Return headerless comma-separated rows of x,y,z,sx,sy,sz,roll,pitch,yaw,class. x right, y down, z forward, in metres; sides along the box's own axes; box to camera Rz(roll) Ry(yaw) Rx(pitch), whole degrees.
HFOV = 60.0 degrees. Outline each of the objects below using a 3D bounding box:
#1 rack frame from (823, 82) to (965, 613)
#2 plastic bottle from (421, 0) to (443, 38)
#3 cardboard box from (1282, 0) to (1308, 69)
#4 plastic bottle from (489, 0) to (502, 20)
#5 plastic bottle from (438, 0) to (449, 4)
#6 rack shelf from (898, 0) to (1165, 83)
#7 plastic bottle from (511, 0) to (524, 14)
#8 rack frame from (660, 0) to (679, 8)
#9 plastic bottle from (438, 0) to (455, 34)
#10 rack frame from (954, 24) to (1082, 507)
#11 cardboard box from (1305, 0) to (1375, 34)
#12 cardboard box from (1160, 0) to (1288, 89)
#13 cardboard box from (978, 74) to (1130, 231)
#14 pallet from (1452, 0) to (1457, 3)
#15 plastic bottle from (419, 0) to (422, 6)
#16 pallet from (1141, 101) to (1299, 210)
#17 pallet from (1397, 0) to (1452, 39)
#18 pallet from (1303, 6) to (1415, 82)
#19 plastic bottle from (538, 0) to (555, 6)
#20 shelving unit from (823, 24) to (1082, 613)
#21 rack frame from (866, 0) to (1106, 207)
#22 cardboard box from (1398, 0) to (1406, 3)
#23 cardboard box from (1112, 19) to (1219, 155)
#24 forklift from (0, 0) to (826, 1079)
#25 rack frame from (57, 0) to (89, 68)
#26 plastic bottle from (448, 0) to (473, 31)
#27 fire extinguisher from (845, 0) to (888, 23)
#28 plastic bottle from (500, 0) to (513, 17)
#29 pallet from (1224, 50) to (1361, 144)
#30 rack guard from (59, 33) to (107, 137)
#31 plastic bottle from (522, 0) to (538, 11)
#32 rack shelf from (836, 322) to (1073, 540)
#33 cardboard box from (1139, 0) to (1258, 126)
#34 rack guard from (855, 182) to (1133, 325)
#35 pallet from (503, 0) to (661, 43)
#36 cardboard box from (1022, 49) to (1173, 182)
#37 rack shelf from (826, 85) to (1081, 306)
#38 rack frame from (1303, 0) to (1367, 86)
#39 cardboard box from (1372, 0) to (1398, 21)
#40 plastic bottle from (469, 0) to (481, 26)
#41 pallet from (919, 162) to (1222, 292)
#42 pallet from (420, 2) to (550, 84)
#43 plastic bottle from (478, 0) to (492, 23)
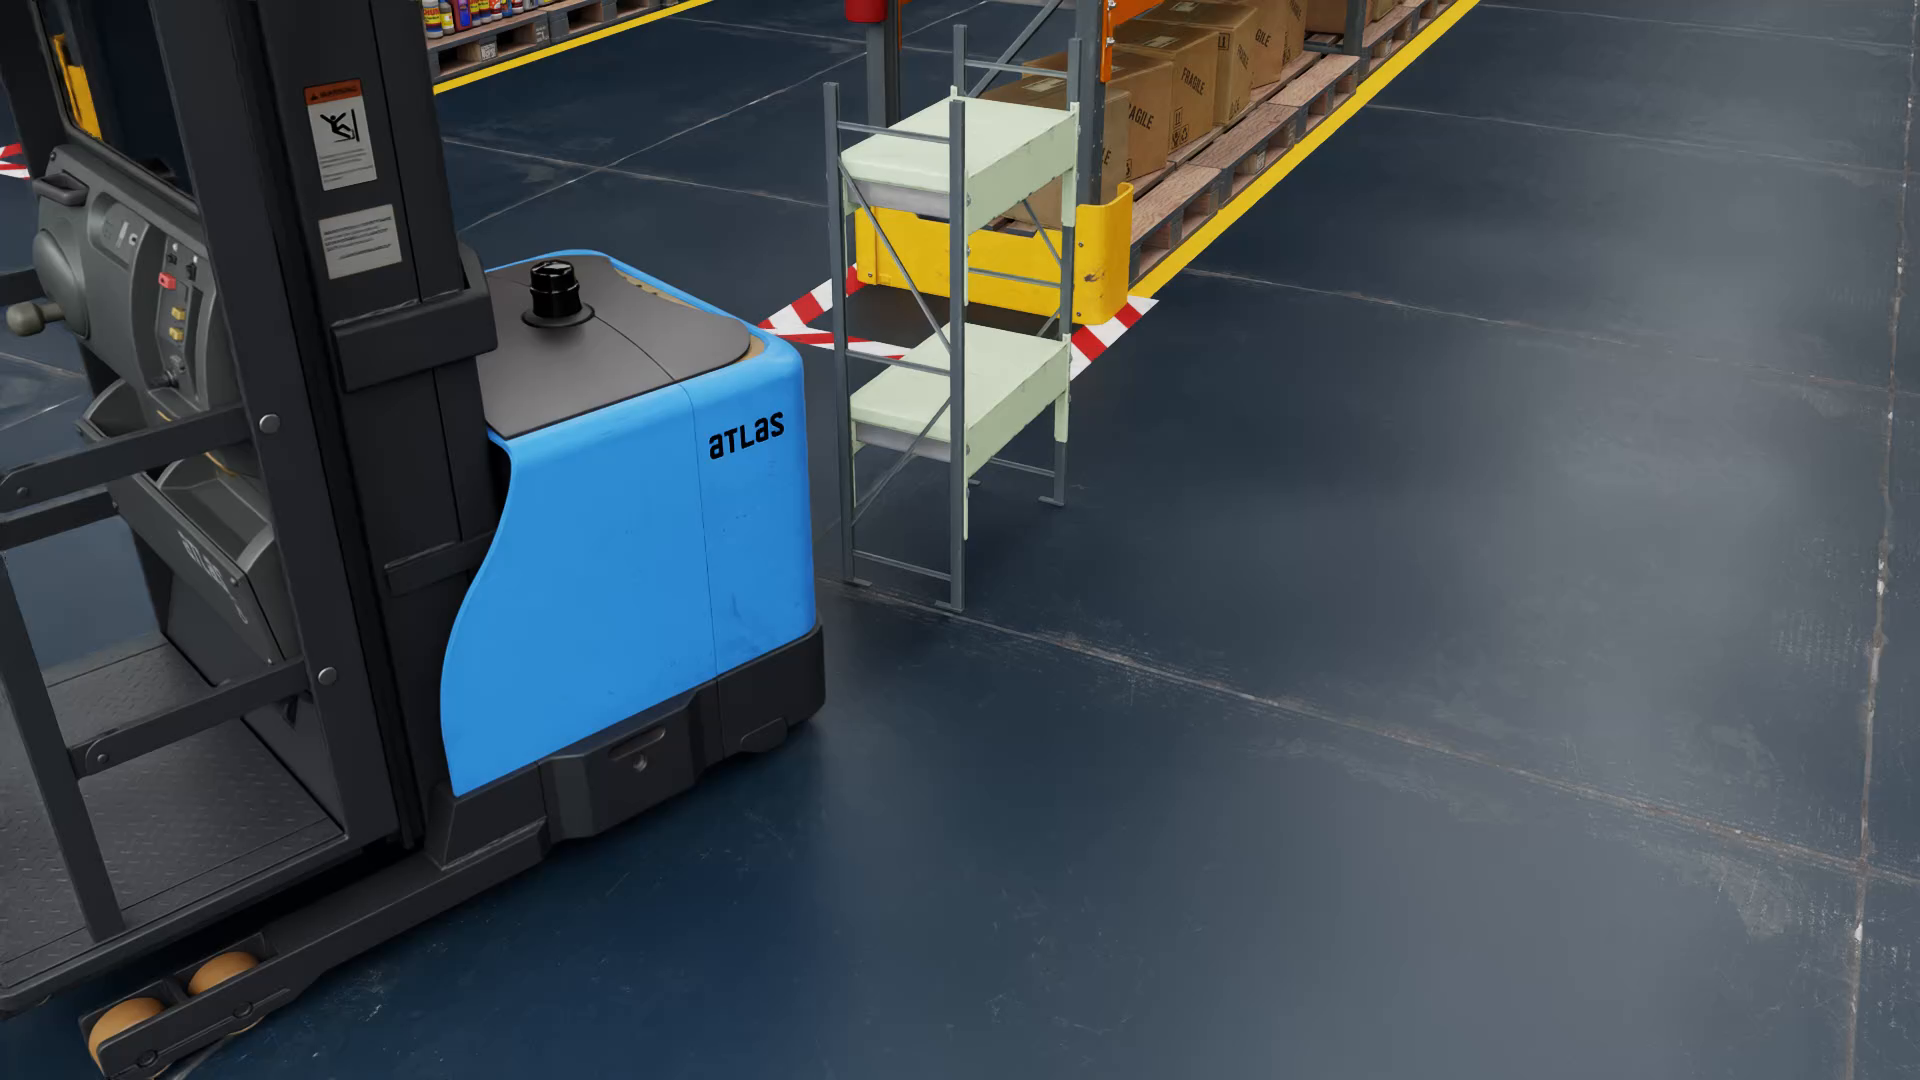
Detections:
-0.170,-0.485,4.589,0.400,1.500,0.023,14,33,23,rack frame
-3.213,-3.202,10.113,0.097,0.271,0.097,0,30,0,plastic bottle
1.697,-3.041,9.622,0.500,0.500,0.500,13,32,22,cardboard box
-2.966,-3.412,10.548,0.097,0.201,0.097,0,30,0,plastic bottle
-3.368,-3.686,10.951,0.152,0.276,0.135,14,33,23,plastic bottle
1.004,-2.913,8.033,1.077,0.370,4.000,14,33,23,rack shelf
-2.873,-3.503,10.707,0.097,0.201,0.097,0,30,0,plastic bottle
-2.494,-5.235,11.354,1.000,3.000,0.127,14,33,23,rack frame
-3.166,-3.218,10.210,0.097,0.201,0.097,0,30,0,plastic bottle
0.164,-0.810,5.154,0.400,1.500,0.023,14,33,23,rack frame
2.214,-3.486,10.376,0.700,0.500,0.500,12,32,20,cardboard box
1.443,-2.786,9.177,0.500,0.500,0.500,-26,39,-37,cardboard box
0.392,-1.709,7.303,0.500,0.500,0.500,21,36,32,cardboard box
3.380,-4.329,12.577,1.003,0.211,1.213,14,33,23,pallet
-3.596,-3.659,10.828,0.144,0.351,0.185,16,33,25,plastic bottle
1.086,-2.054,8.614,1.003,0.211,1.213,14,33,23,pallet
2.823,-3.791,11.639,1.003,0.211,1.213,14,33,23,pallet
2.268,-3.248,10.693,1.003,0.211,1.213,14,33,23,pallet
-2.766,-3.698,10.896,0.144,0.351,0.185,14,33,23,plastic bottle
-0.003,-0.647,4.871,0.431,1.500,0.755,14,33,23,shelving unit
0.093,-2.338,6.310,1.000,3.000,0.127,14,33,23,rack frame
2.702,-3.941,11.169,0.700,0.500,0.500,11,32,19,cardboard box
0.936,-2.255,8.254,0.500,0.500,0.500,18,34,28,cardboard box
-1.782,-0.472,3.130,3.031,2.935,1.130,-24,38,-36,forklift
-4.317,-3.462,8.266,1.000,3.000,0.127,14,33,23,rack frame
-3.094,-3.304,10.277,0.061,0.283,0.133,15,33,24,plastic bottle
-0.370,-2.358,6.423,0.296,0.674,0.183,14,33,23,fire extinguisher
-2.919,-3.489,10.611,0.097,0.271,0.097,0,30,0,plastic bottle
1.640,-2.596,9.559,1.003,0.211,1.213,14,33,23,pallet
-4.324,-2.422,8.966,1.175,0.500,0.348,14,33,23,rack guard
-2.843,-3.594,10.790,0.152,0.276,0.135,15,33,24,plastic bottle
-0.003,-0.365,5.034,0.431,0.370,0.720,14,33,23,rack shelf
1.230,-2.493,8.667,0.500,0.500,0.500,11,32,19,cardboard box
0.127,-1.288,6.991,1.175,0.500,0.348,14,33,23,rack guard
-2.837,-3.738,11.547,1.003,0.211,1.213,14,33,23,pallet
0.634,-1.982,7.778,0.500,0.500,0.500,24,38,36,cardboard box
-0.003,-0.986,4.677,0.431,0.370,0.720,14,33,23,rack shelf
1.915,-4.111,9.397,1.000,3.000,0.127,14,33,23,rack frame
2.448,-3.693,10.737,0.700,0.500,0.500,14,33,23,cardboard box
-3.057,-3.354,10.377,0.097,0.271,0.097,0,30,0,plastic bottle
0.529,-1.515,7.676,1.003,0.211,1.213,14,33,23,pallet
-3.392,-3.195,10.601,1.003,0.211,1.213,14,33,23,pallet
-3.011,-3.399,10.454,0.097,0.271,0.097,0,30,0,plastic bottle
